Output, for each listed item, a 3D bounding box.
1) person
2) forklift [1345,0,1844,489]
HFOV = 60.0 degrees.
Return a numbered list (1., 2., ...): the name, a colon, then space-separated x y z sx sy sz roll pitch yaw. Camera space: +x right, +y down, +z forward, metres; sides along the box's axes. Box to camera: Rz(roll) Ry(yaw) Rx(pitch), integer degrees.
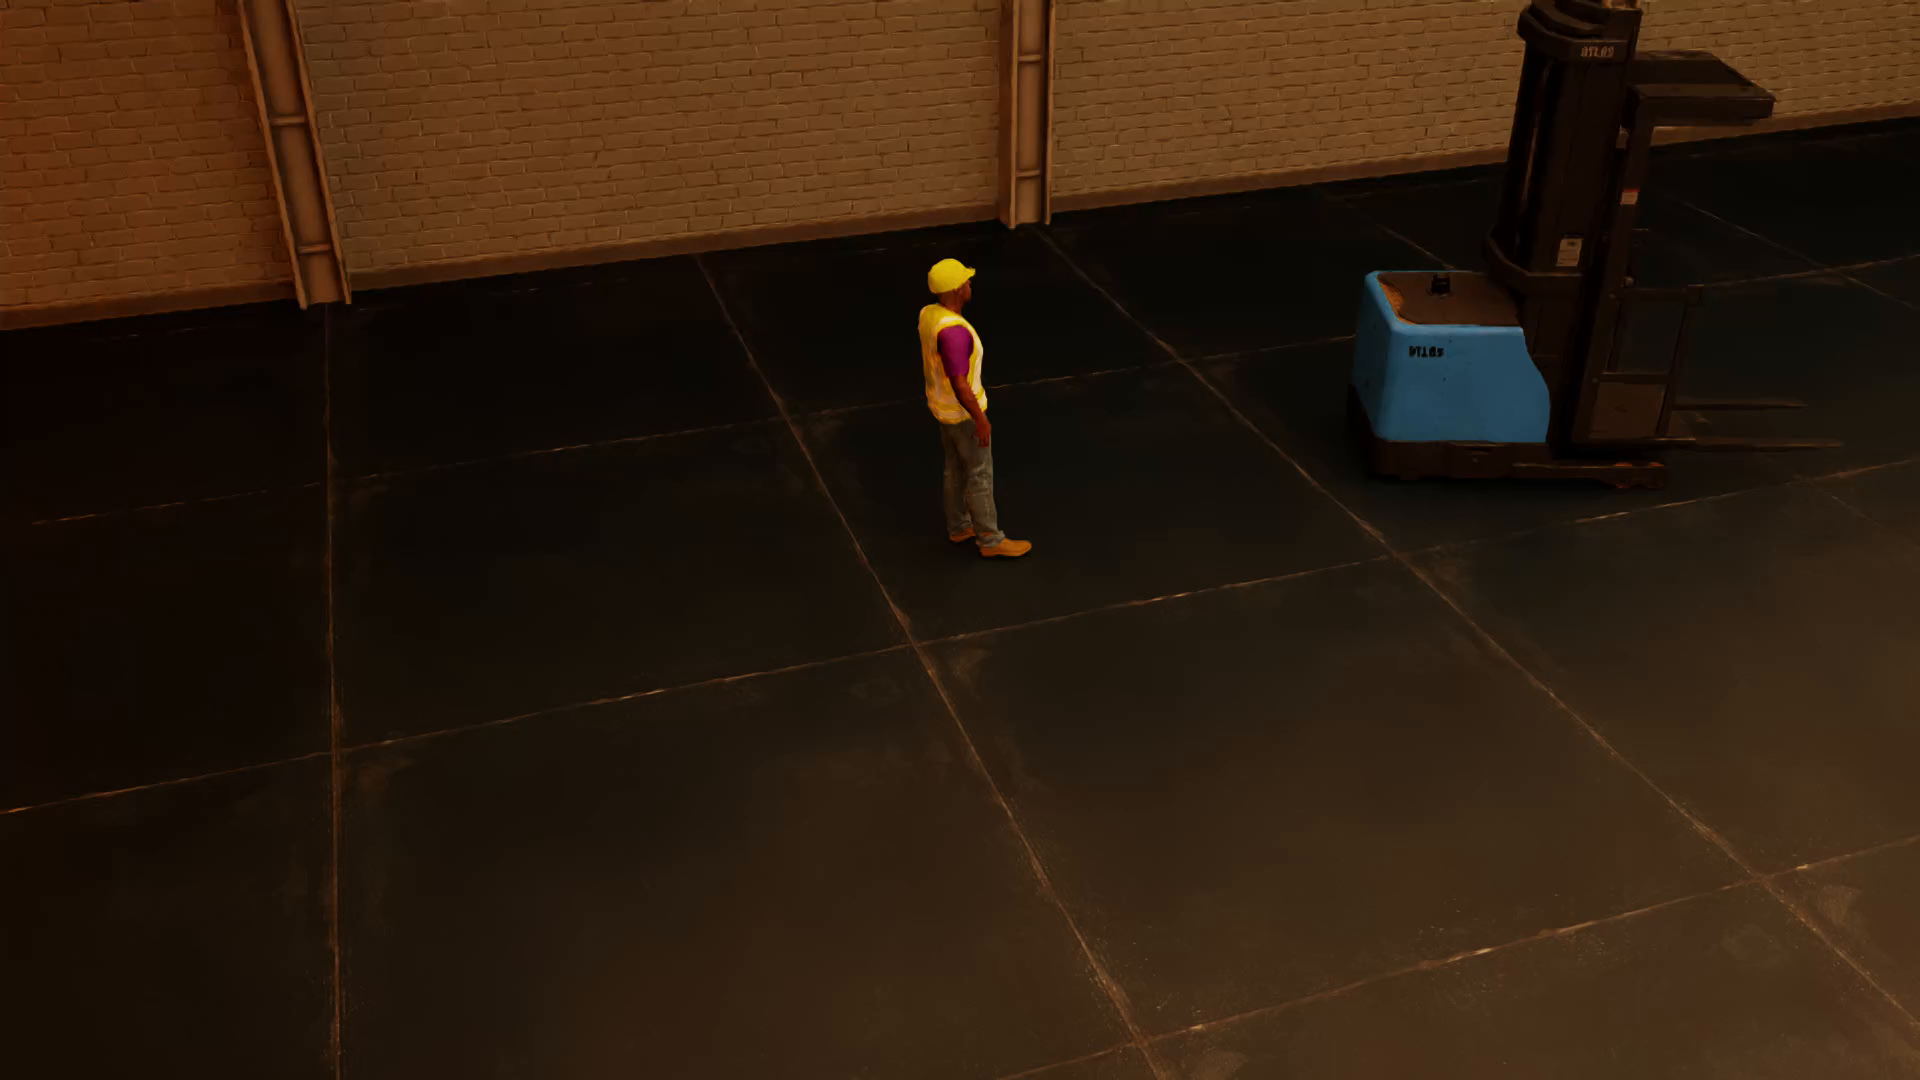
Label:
1. person: 0.068 -0.780 9.597 0.576 1.766 0.665 -10 31 -16
2. forklift: 4.151 -1.866 10.330 3.031 2.935 1.130 1 30 1
